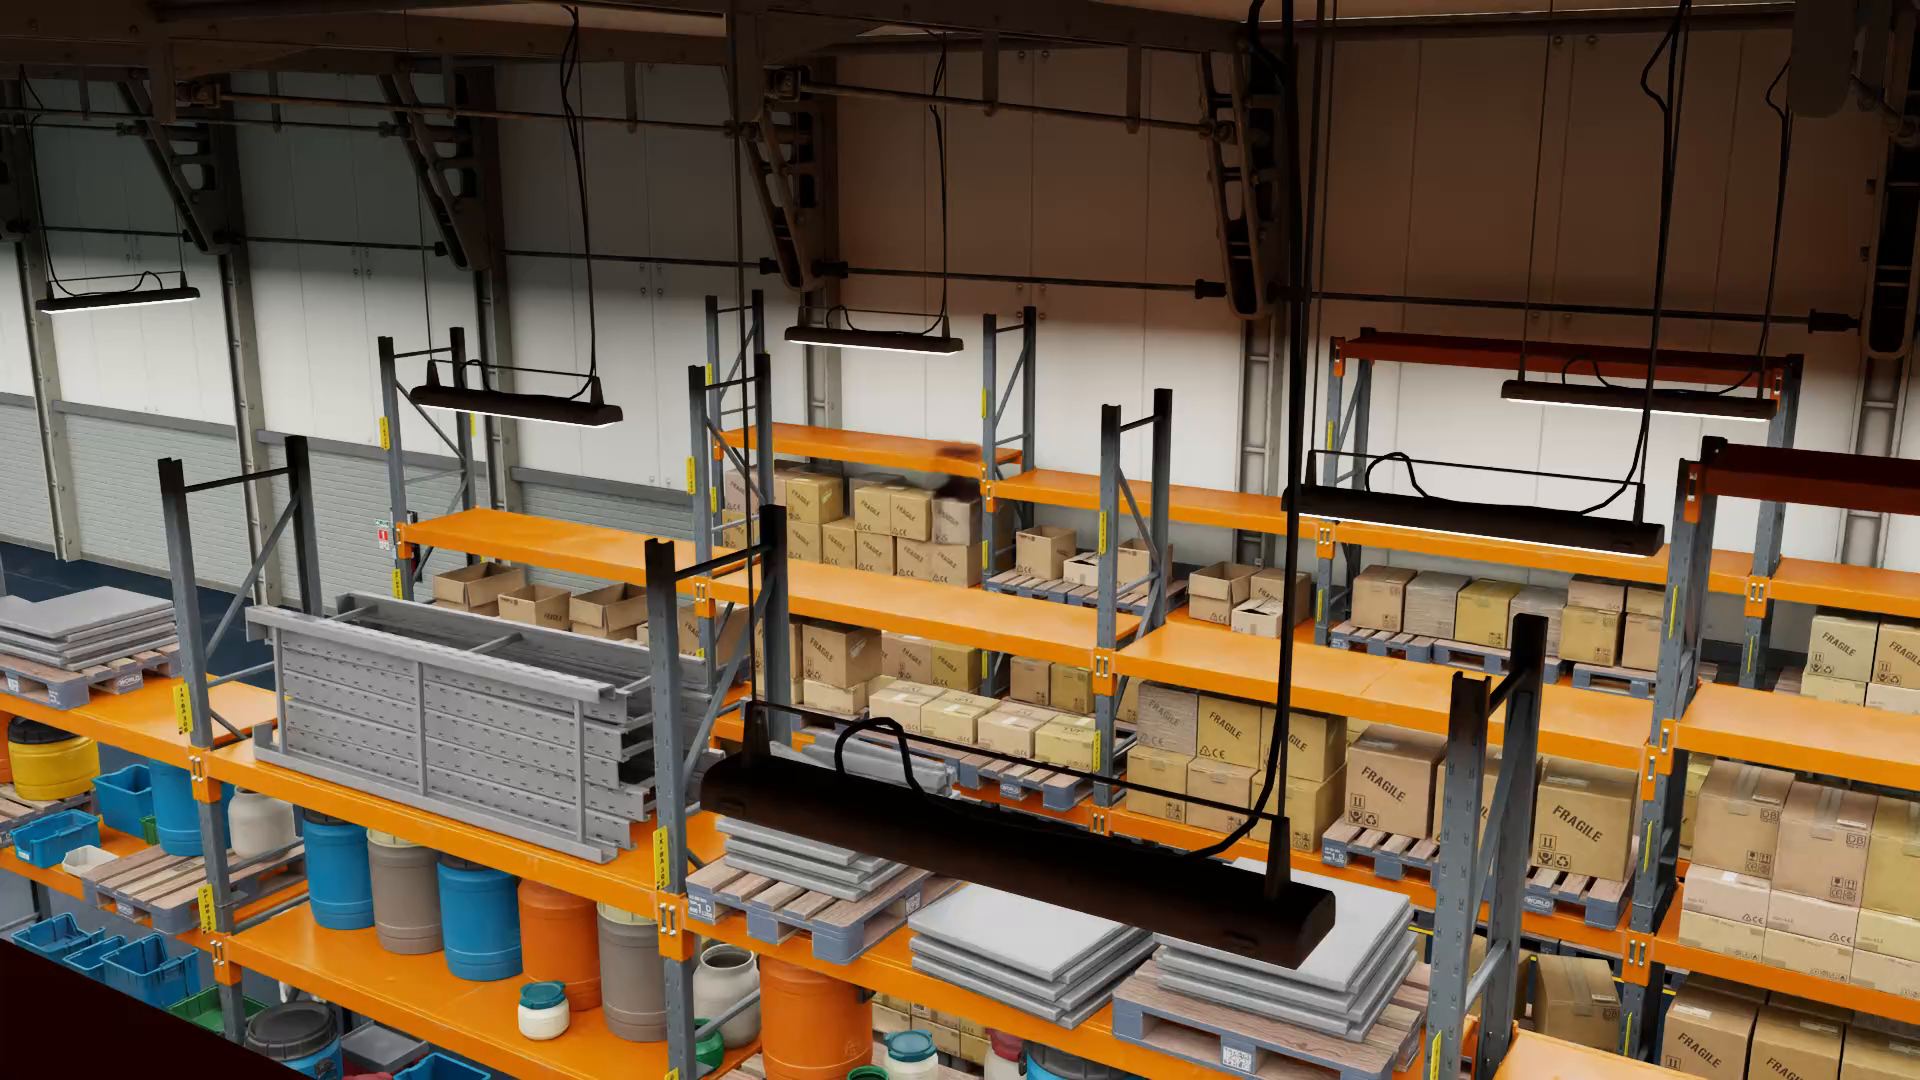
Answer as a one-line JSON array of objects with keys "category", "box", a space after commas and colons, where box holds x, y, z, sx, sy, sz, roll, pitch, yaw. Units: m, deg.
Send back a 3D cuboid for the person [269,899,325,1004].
[{"category": "person", "box": [-6.121, 3.556, 15.322, 0.522, 1.699, 0.393, -1, 14, -2]}]
